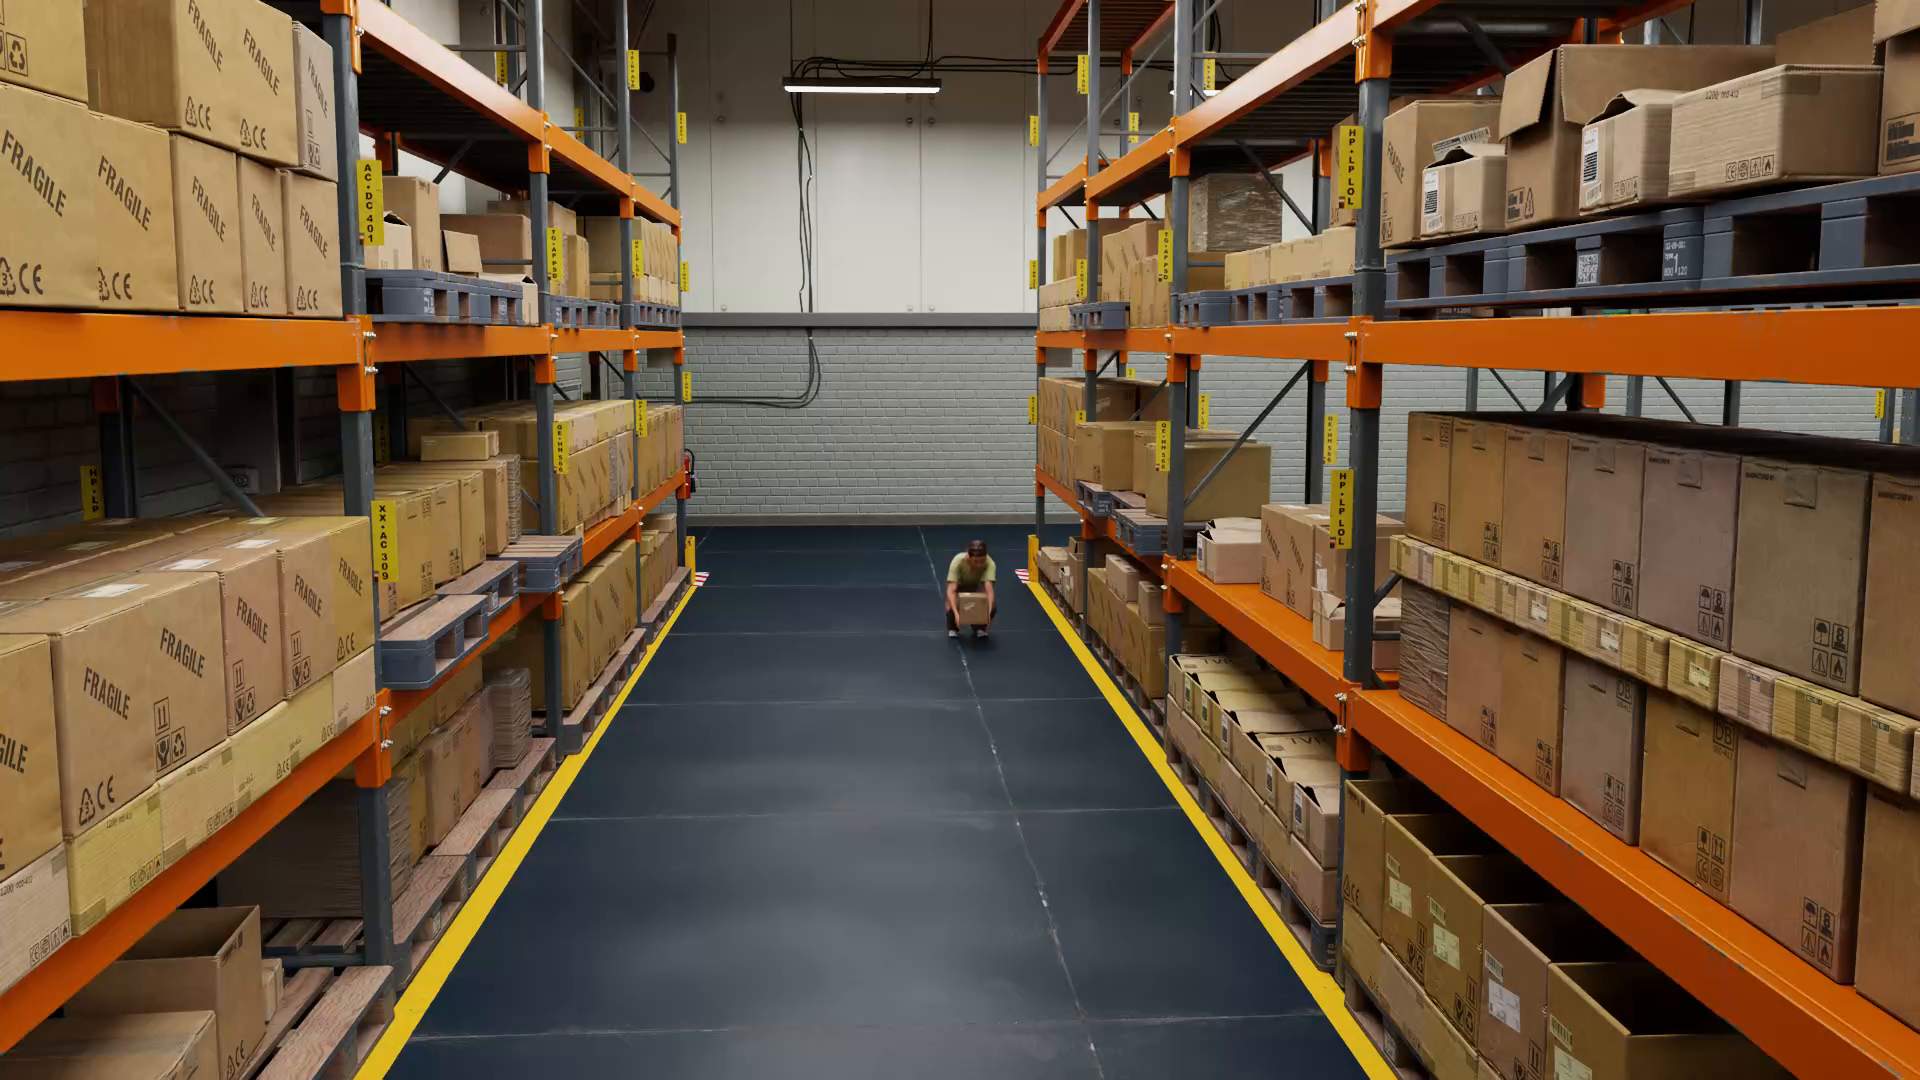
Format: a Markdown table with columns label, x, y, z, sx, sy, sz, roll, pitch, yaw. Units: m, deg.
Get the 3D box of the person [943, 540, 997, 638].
| label | x | y | z | sx | sy | sz | roll | pitch | yaw |
| --- | --- | --- | --- | --- | --- | --- | --- | --- | --- |
| person | 0.091 | 0.441 | 15.223 | 0.472 | 0.938 | 0.804 | -1 | 7 | -8 |
